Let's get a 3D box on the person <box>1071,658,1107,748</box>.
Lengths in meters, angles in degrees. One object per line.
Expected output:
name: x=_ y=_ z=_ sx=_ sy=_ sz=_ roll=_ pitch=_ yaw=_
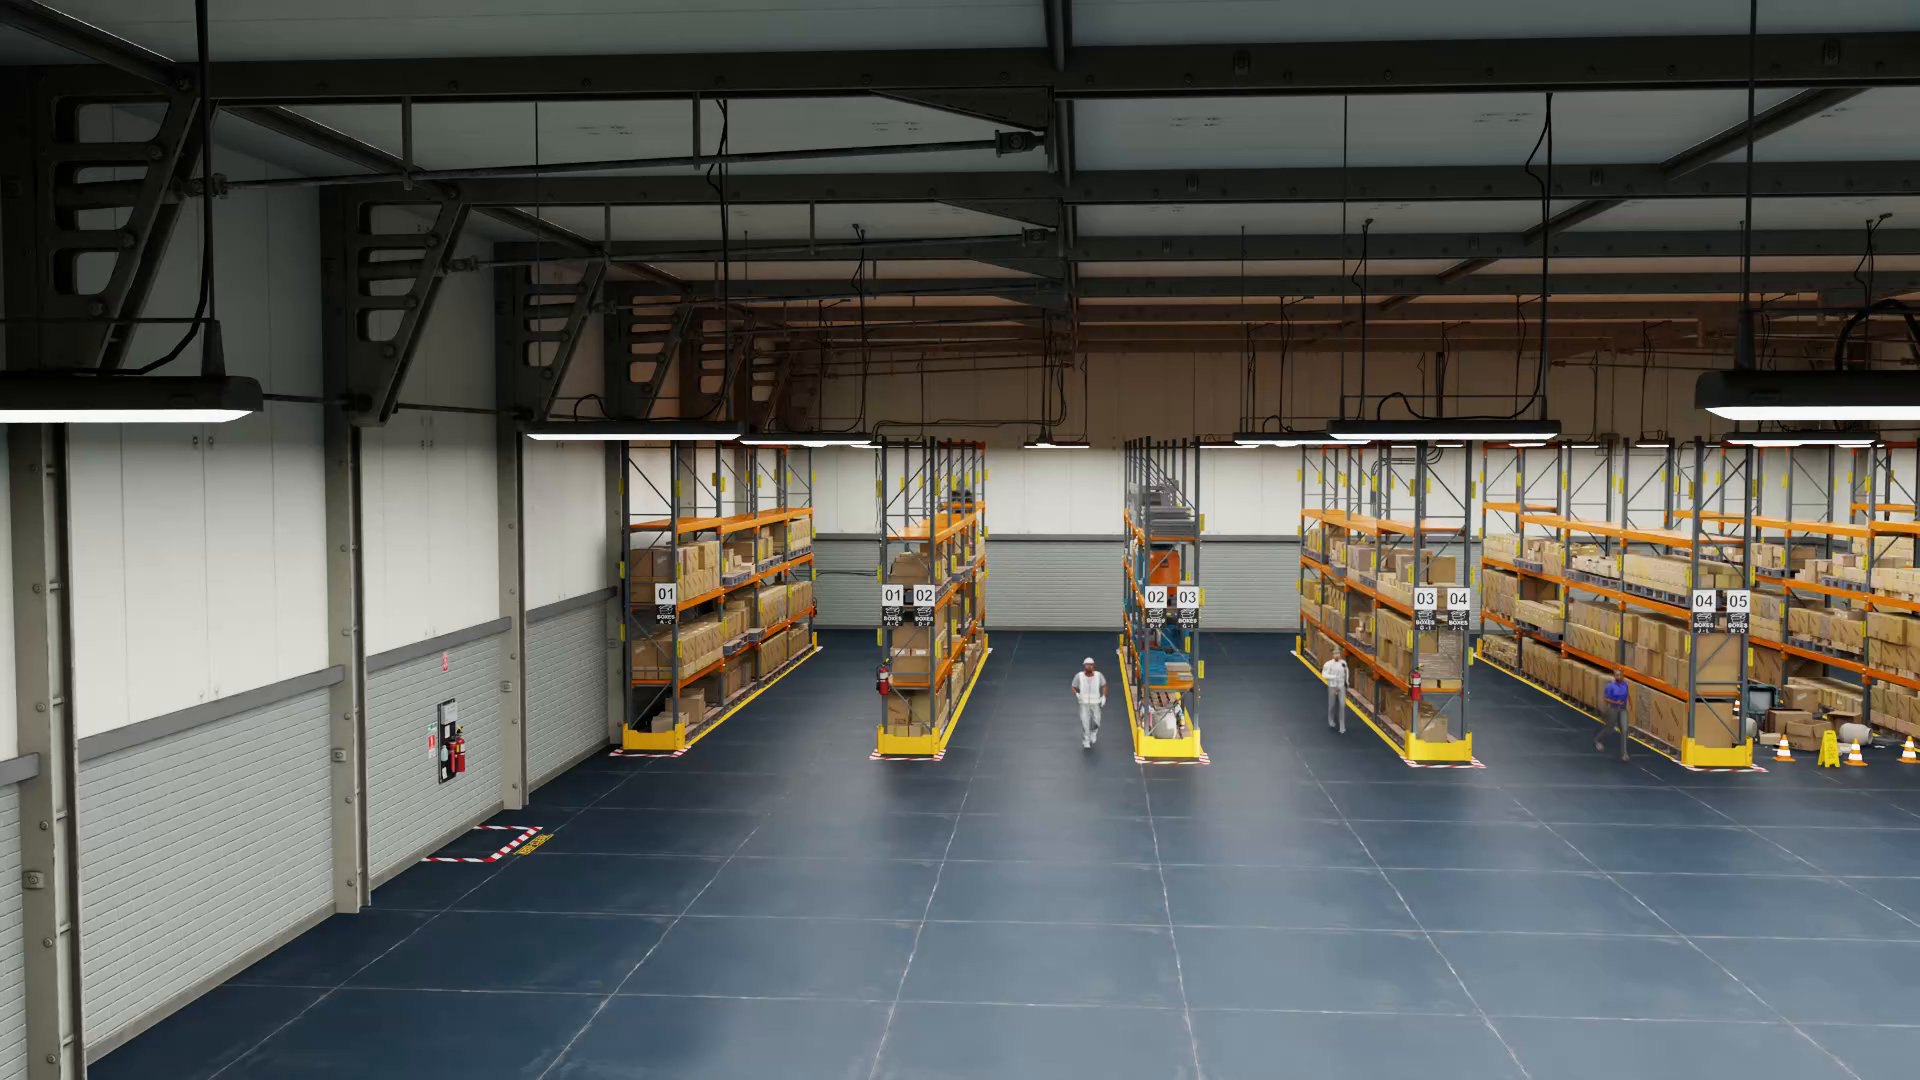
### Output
person: x=2.484 y=3.135 z=31.984 sx=0.697 sy=1.733 sz=0.605 roll=0 pitch=3 yaw=0

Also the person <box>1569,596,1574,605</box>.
person: x=17.434 y=2.390 z=47.466 sx=0.764 sy=1.553 sz=0.556 roll=1 pitch=3 yaw=11

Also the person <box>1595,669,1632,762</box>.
person: x=12.257 y=3.243 z=31.070 sx=0.587 sy=1.661 sz=0.935 roll=0 pitch=3 yaw=-4

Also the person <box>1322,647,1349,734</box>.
person: x=7.697 y=3.042 z=34.025 sx=0.590 sy=1.738 sz=0.800 roll=0 pitch=3 yaw=3
